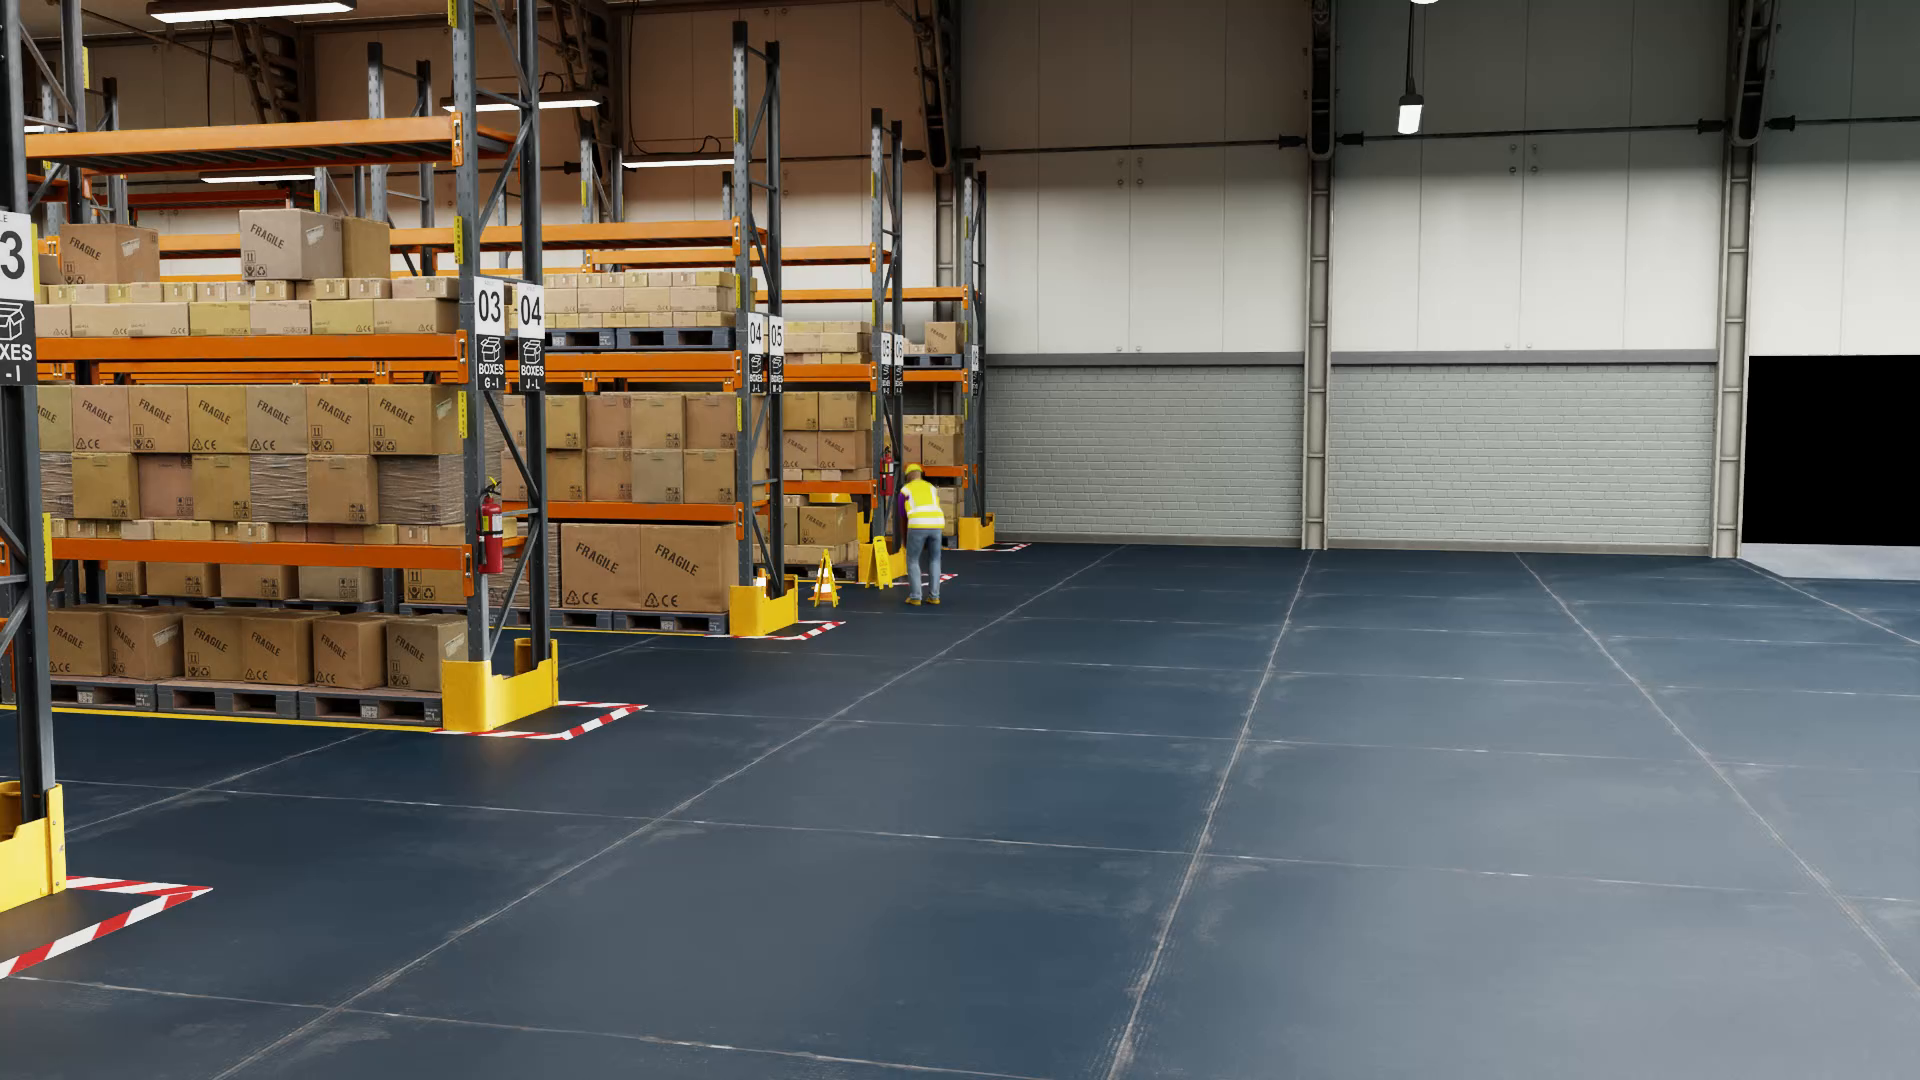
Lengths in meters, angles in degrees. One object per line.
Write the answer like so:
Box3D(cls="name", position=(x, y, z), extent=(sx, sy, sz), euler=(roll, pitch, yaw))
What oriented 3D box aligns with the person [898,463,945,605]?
Box3D(cls="person", position=(-0.468, -0.078, 19.245), extent=(0.480, 1.608, 0.749), euler=(-1, 5, -17))
